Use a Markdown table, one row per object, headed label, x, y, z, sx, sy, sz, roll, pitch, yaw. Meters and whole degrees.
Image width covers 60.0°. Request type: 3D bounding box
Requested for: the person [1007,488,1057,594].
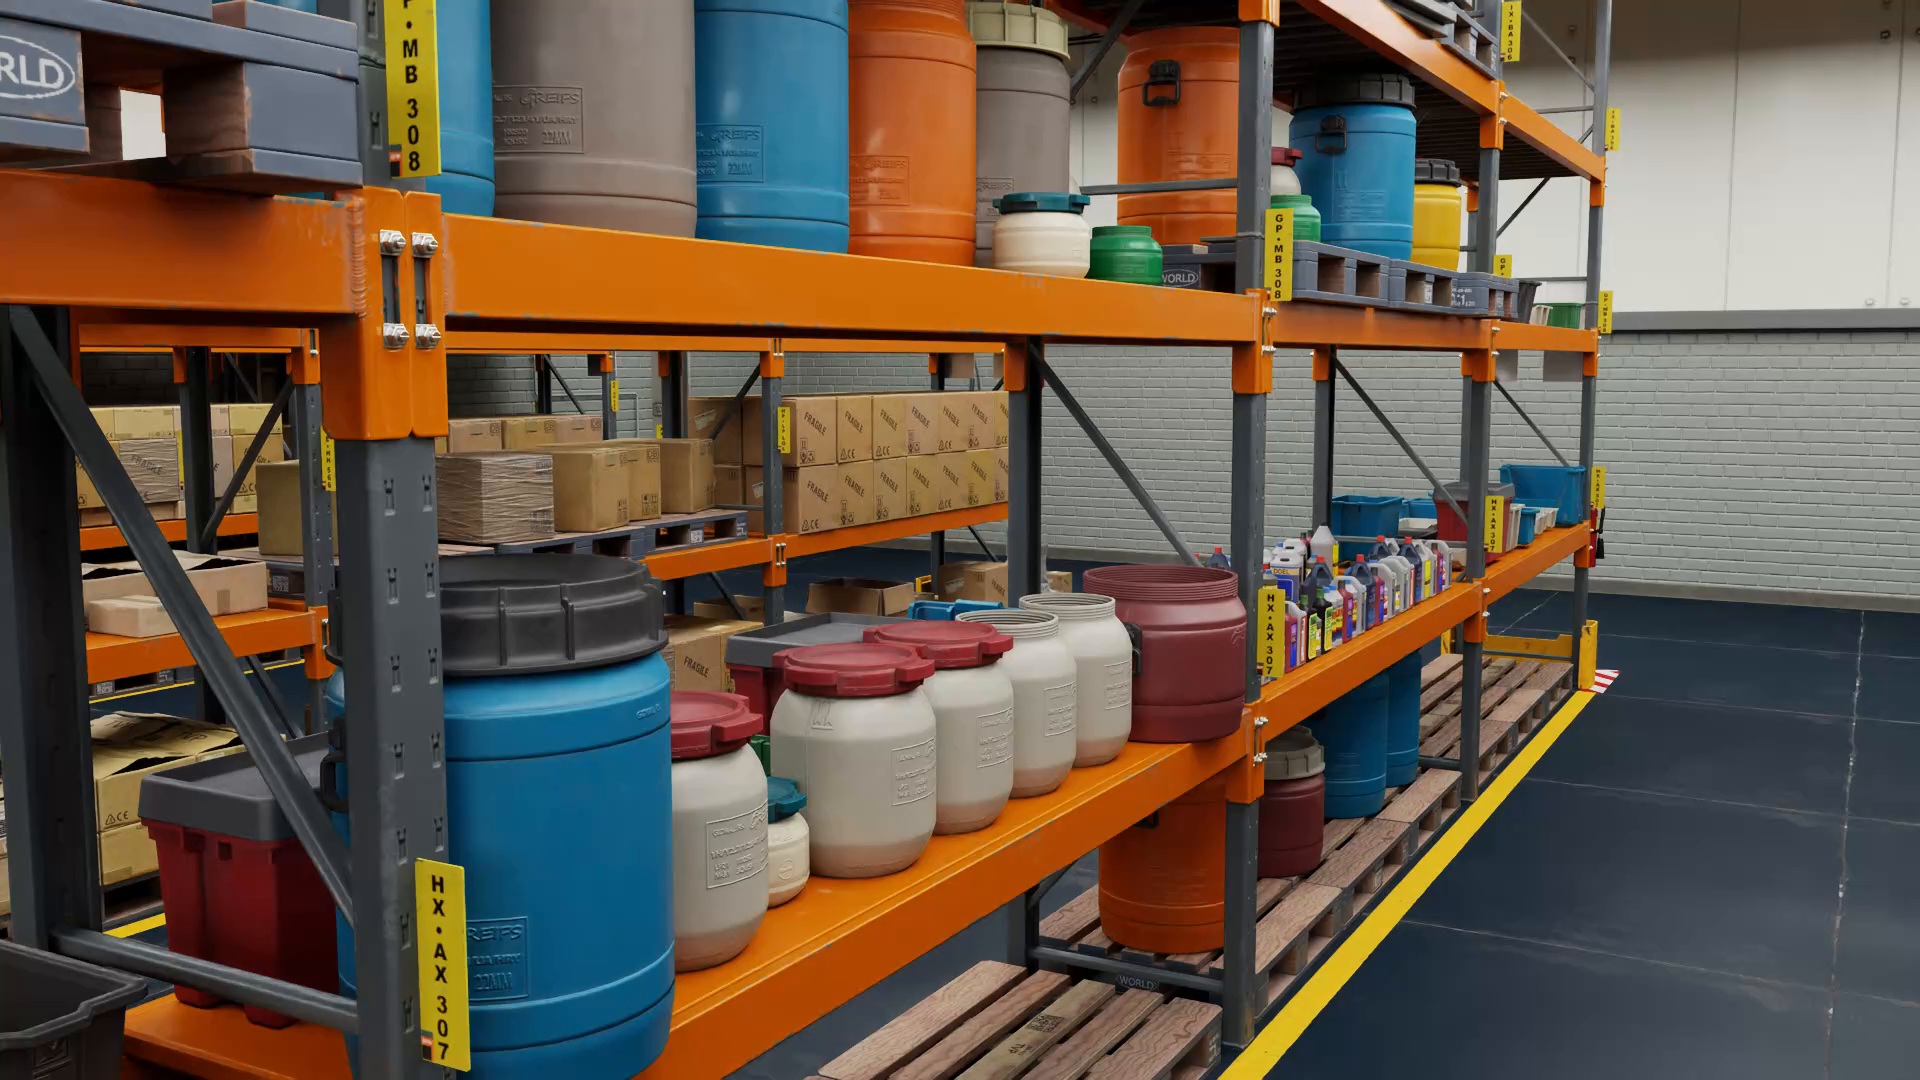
| label | x | y | z | sx | sy | sz | roll | pitch | yaw |
| --- | --- | --- | --- | --- | --- | --- | --- | --- | --- |
| person | 0.740 | -0.149 | 17.815 | 0.424 | 1.577 | 0.718 | 6 | 8 | 43 |
